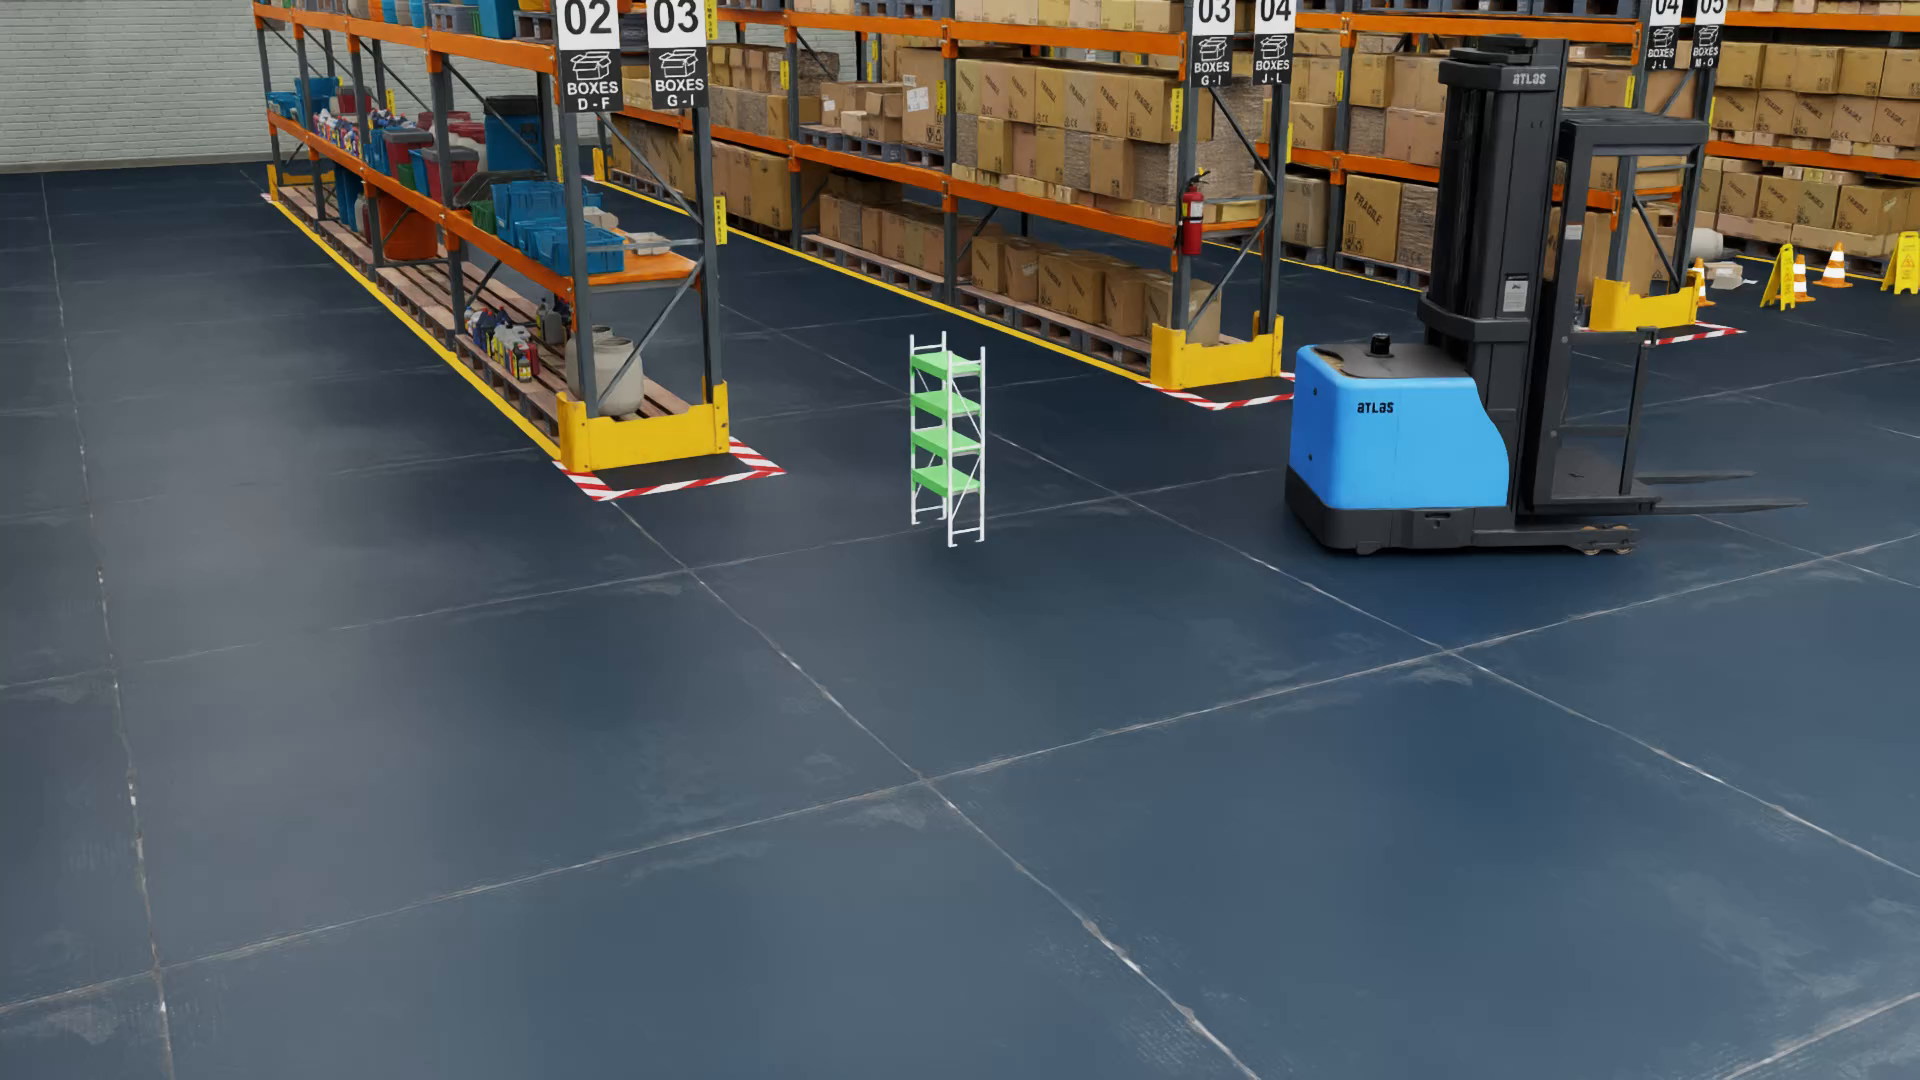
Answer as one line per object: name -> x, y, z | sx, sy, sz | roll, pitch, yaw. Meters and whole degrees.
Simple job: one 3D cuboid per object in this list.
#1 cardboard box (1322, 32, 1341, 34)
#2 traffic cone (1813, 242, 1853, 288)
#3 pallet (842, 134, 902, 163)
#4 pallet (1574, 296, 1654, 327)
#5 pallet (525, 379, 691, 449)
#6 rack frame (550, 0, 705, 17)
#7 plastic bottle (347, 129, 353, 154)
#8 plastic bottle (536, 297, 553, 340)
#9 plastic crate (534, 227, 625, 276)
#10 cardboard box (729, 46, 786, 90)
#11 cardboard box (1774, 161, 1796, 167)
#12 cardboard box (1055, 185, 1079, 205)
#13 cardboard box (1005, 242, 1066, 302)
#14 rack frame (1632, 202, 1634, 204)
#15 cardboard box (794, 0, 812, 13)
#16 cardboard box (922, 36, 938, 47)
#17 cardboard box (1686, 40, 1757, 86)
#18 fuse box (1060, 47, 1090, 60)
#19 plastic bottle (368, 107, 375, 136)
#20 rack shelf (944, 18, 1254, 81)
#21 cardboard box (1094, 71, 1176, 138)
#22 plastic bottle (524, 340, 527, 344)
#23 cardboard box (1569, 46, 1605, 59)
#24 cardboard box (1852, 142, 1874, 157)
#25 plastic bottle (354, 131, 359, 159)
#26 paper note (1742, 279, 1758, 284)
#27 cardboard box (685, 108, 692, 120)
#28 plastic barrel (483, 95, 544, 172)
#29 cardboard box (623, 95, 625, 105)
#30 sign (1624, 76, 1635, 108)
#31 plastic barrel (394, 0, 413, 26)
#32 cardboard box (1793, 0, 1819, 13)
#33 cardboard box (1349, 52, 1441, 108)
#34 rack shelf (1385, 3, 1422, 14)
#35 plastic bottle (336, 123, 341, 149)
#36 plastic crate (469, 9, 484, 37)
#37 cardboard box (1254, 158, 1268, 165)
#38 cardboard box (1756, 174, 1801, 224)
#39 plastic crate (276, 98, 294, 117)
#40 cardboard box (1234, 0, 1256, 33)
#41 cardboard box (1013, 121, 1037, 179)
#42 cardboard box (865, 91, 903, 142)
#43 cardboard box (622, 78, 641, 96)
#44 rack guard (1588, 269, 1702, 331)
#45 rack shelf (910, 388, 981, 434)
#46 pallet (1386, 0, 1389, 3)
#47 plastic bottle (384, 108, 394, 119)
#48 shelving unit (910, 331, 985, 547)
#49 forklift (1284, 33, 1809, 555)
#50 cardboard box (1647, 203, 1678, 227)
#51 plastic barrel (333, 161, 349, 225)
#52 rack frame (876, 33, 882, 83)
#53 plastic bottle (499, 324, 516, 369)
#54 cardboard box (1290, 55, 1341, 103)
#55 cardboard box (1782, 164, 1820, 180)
cardboard box -> 6.136, -7.880, 26.682 | 0.500, 0.500, 0.500 | -9, 21, -25
traffic cone -> 9.586, -3.025, 18.187 | 0.336, 0.463, 0.334 | -10, 21, -27
pallet -> -0.619, -4.409, 18.605 | 1.003, 0.211, 1.213 | -10, 21, -27
pallet -> 6.169, -2.404, 16.774 | 1.003, 0.211, 1.213 | -10, 21, -27
pallet -> -2.613, -0.928, 12.498 | 1.003, 0.211, 1.213 | -10, 21, -27
rack frame -> -2.155, -4.834, 10.344 | 1.000, 3.000, 0.127 | -10, 21, -27
plastic bottle -> -6.855, -4.498, 18.764 | 0.097, 0.271, 0.097 | 0, 19, 0
plastic bottle -> -3.622, -1.939, 14.540 | 0.144, 0.351, 0.185 | -10, 21, -27
plastic crate -> -2.656, -2.025, 11.629 | 0.499, 0.251, 0.616 | -10, 21, -27
cardboard box -> -2.559, -6.175, 21.736 | 0.797, 0.503, 0.637 | -9, 21, -25
cardboard box -> 12.773, -5.666, 24.951 | 0.875, 0.625, 0.625 | -10, 22, -27
cardboard box -> 1.082, -3.111, 14.932 | 0.380, 0.149, 0.250 | -10, 21, -27
cardboard box -> 0.738, -2.646, 16.389 | 0.500, 0.500, 0.500 | -3, 19, -9
rack frame -> 9.026, -5.448, 21.322 | 1.000, 3.000, 0.127 | -10, 21, -27
cardboard box -> -1.596, -6.234, 19.232 | 0.500, 0.250, 0.500 | -10, 21, -26
cardboard box -> -0.283, -8.146, 26.997 | 0.500, 0.500, 0.500 | -11, 22, -28
cardboard box -> 9.267, -5.799, 20.196 | 0.700, 0.500, 0.500 | -10, 21, -26
fuse box -> 2.547, -10.183, 37.018 | 0.539, 1.711, 0.414 | -10, 21, -27
plastic bottle -> -7.256, -5.184, 20.632 | 0.144, 0.351, 0.185 | -10, 21, -27
rack shelf -> 1.254, -4.417, 14.838 | 1.077, 0.370, 4.000 | -10, 21, -27
cardboard box -> 1.483, -3.688, 14.078 | 0.500, 0.500, 0.500 | -10, 21, -27
plastic bottle -> -3.571, -1.537, 13.603 | 0.097, 0.201, 0.097 | 0, 19, 0
cardboard box -> 8.269, -6.435, 21.933 | 0.380, 0.149, 0.250 | -11, 22, -28
cardboard box -> 10.239, -4.388, 18.635 | 0.380, 0.149, 0.250 | -10, 22, -28
plastic bottle -> -6.631, -4.356, 18.334 | 0.061, 0.283, 0.133 | -10, 21, -27
paper note -> 8.725, -2.860, 18.372 | 0.142, 0.019, 0.148 | 16, 25, 39
cardboard box -> -3.496, -6.086, 23.018 | 0.500, 0.500, 0.500 | -10, 21, -26
plastic barrel -> -3.971, -3.541, 15.026 | 0.600, 0.901, 0.708 | -10, 21, -27
cardboard box -> -5.026, -6.792, 25.601 | 0.380, 0.149, 0.250 | -10, 22, -28
sign -> 6.133, -4.084, 15.229 | 0.100, 0.325, 0.005 | -10, 21, -27
plastic barrel -> -4.797, -5.101, 14.949 | 0.600, 0.901, 0.600 | 0, 19, 0
cardboard box -> 9.741, -6.092, 18.975 | 0.380, 0.149, 0.250 | -10, 22, -27
cardboard box -> 4.863, -5.123, 18.493 | 0.875, 0.550, 0.550 | -10, 21, -27
rack shelf -> 6.177, -8.249, 25.942 | 1.077, 0.370, 4.000 | -10, 21, -27
plastic bottle -> -7.215, -4.709, 19.358 | 0.061, 0.283, 0.133 | -10, 21, -27
plastic crate -> -3.545, -3.969, 12.761 | 0.336, 0.188, 0.450 | -10, 21, -27
cardboard box -> 3.446, -4.497, 21.370 | 1.050, 0.750, 0.750 | -10, 21, -26
cardboard box -> 9.831, -4.038, 19.658 | 0.500, 0.500, 0.500 | -11, 22, -28
plastic crate -> -9.300, -6.040, 23.203 | 0.416, 0.233, 0.300 | -10, 21, -27
cardboard box -> 2.203, -4.291, 13.598 | 0.500, 0.250, 0.500 | -9, 21, -25
cardboard box -> 0.996, -3.686, 15.605 | 0.875, 0.500, 0.500 | -10, 21, -27
cardboard box -> -0.600, -4.644, 18.189 | 0.797, 0.503, 0.637 | -8, 20, -21
cardboard box -> -4.915, -6.955, 25.463 | 0.500, 0.250, 0.500 | -11, 22, -28
rack guard -> 6.628, -2.316, 16.076 | 1.175, 0.500, 0.348 | -10, 21, -27
rack shelf -> -0.079, -0.781, 10.016 | 0.258, 0.148, 0.480 | -10, 21, -27
pallet -> 6.774, -8.102, 24.703 | 1.213, 0.211, 1.003 | -9, 21, -24
plastic bottle -> -7.041, -5.153, 20.543 | 0.144, 0.351, 0.185 | -10, 21, -27
shelving unit -> -0.079, -0.615, 10.073 | 0.258, 1.200, 0.503 | -10, 21, -27
forklift -> 3.621, -1.470, 9.898 | 3.031, 2.935, 1.130 | -1, 19, -4
cardboard box -> 9.069, -4.136, 21.090 | 0.500, 0.250, 0.500 | -11, 22, -29
plastic barrel -> -7.610, -4.491, 21.120 | 0.600, 0.901, 0.708 | -10, 21, -27
rack frame -> -0.981, -8.097, 28.999 | 1.000, 3.000, 0.127 | -10, 21, -27
plastic bottle -> -3.656, -1.576, 13.488 | 0.144, 0.351, 0.185 | -9, 21, -24
cardboard box -> 4.231, -5.462, 19.674 | 0.700, 0.500, 0.500 | -10, 22, -28
cardboard box -> 9.842, -4.293, 19.402 | 0.380, 0.149, 0.250 | -9, 21, -24
